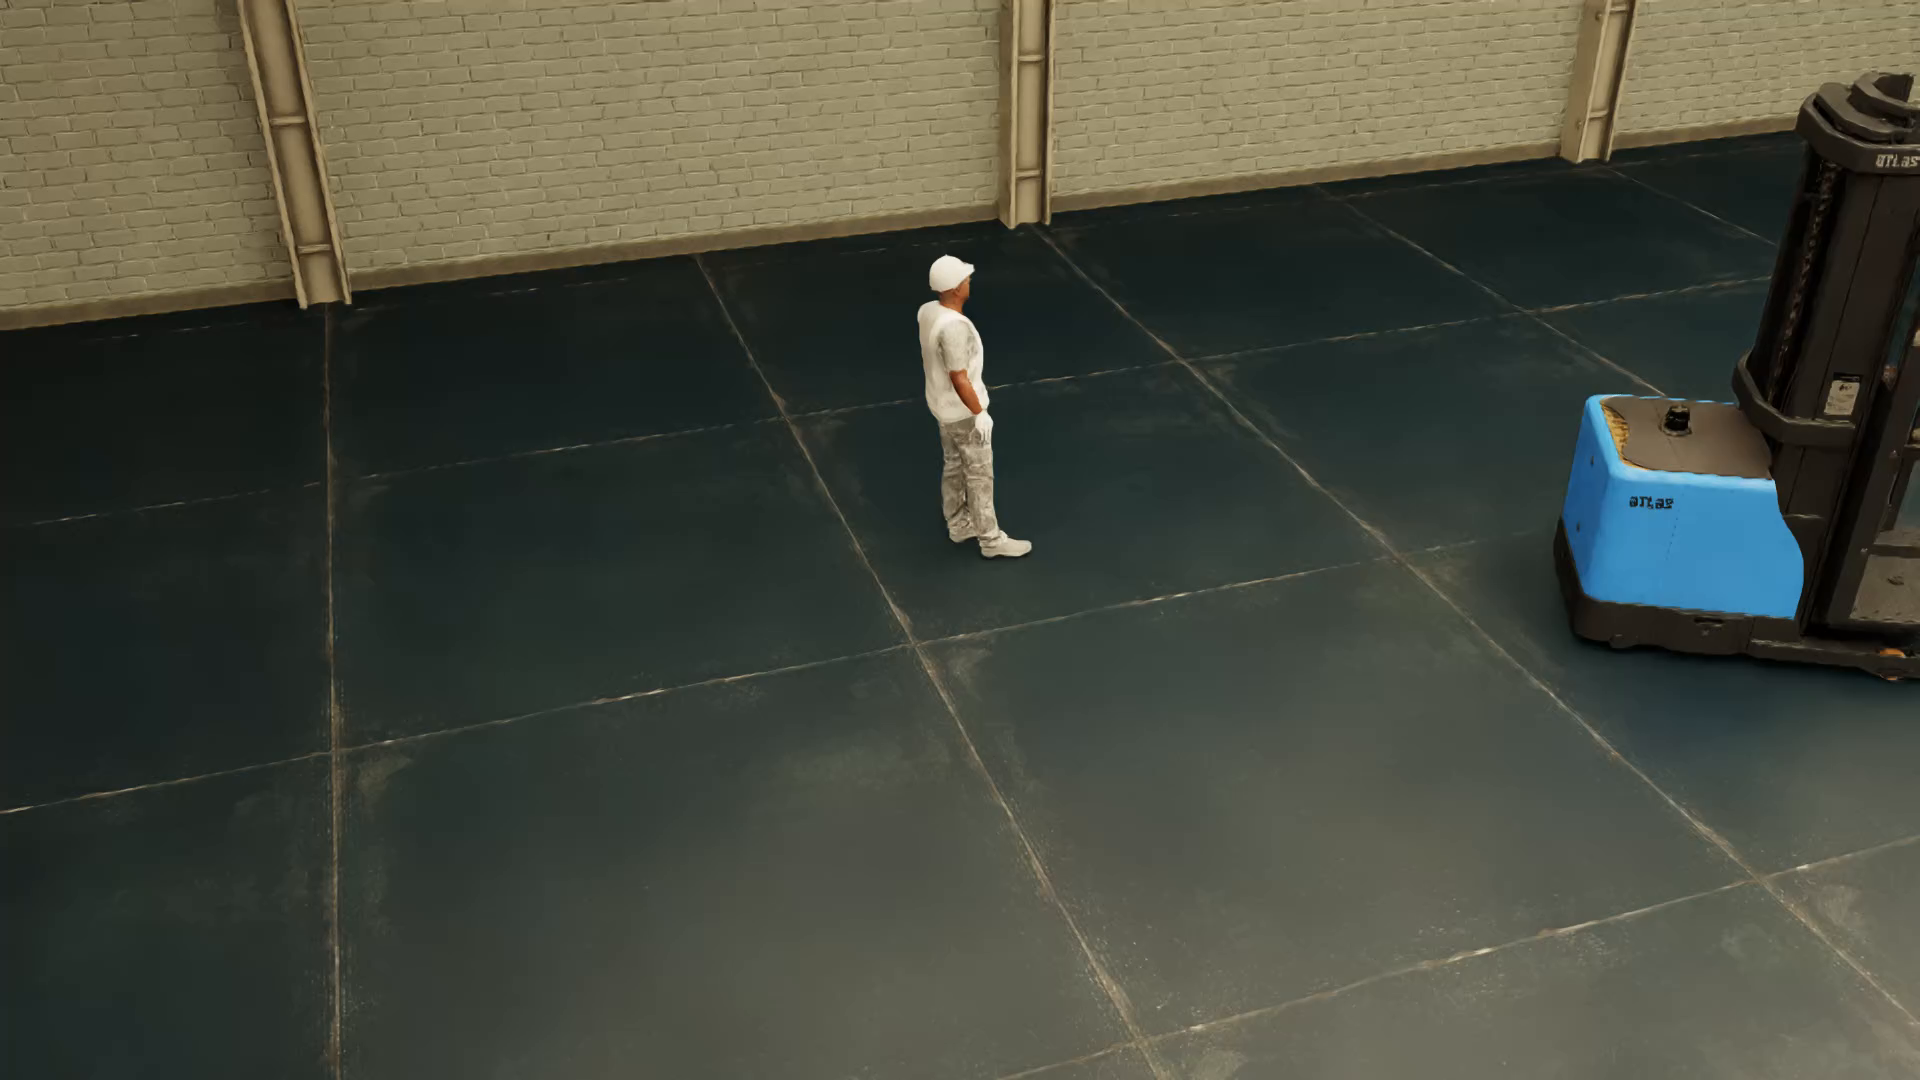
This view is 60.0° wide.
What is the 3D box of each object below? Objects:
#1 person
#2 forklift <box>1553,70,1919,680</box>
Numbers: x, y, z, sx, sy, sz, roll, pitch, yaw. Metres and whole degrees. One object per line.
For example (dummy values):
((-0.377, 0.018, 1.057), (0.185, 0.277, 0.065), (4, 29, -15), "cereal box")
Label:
((0.071, -0.787, 9.591), (0.576, 1.782, 0.655), (-10, 31, -16), "person")
((4.898, -0.804, 8.484), (3.031, 2.935, 1.130), (5, 30, 9), "forklift")
